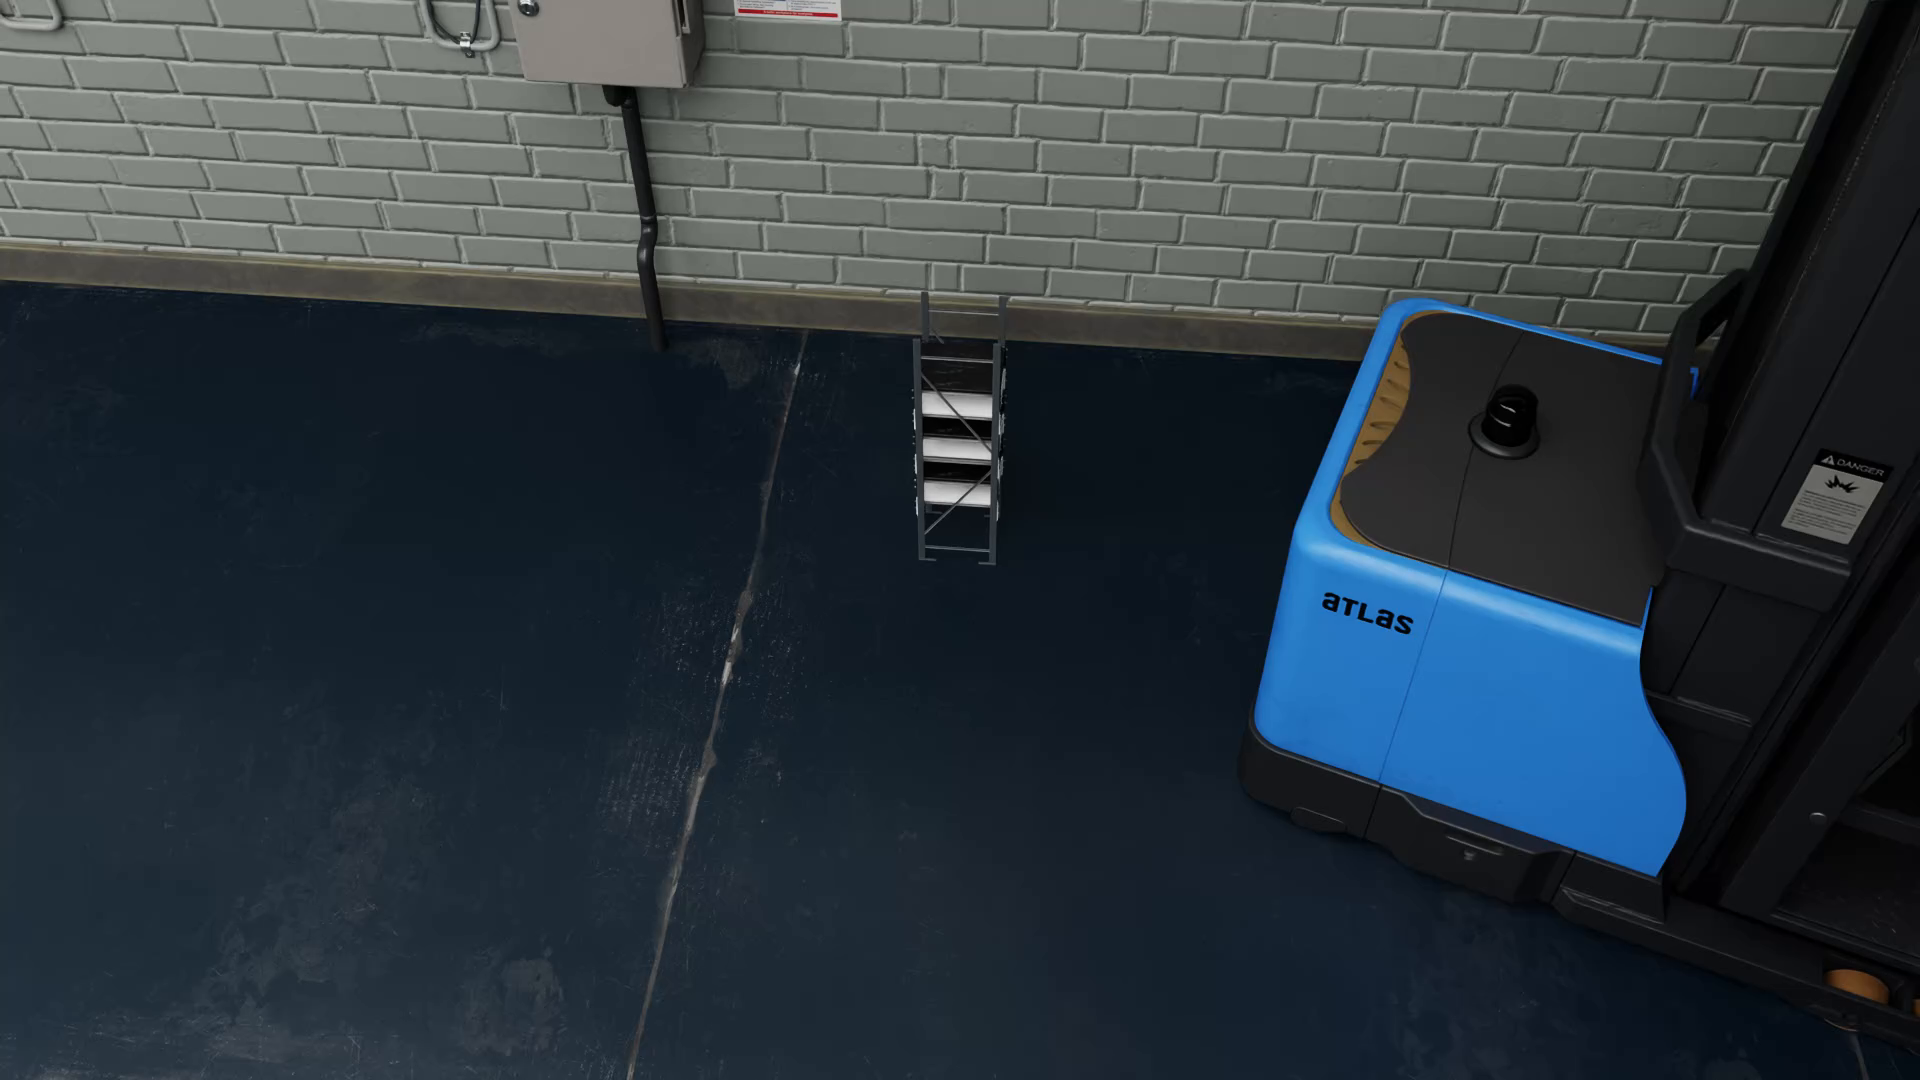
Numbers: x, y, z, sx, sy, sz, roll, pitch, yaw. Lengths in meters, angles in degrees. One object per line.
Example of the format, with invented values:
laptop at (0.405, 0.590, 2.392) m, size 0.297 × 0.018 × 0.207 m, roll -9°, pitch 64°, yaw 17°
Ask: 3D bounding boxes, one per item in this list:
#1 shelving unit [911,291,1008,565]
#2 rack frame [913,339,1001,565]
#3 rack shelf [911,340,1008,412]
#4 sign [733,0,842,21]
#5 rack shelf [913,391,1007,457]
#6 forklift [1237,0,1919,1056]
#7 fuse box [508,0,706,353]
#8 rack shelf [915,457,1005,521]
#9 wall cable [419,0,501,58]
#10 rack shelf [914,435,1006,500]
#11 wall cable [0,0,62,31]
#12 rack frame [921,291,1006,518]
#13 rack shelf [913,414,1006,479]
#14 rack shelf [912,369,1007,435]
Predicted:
shelving unit at (0.001, -0.310, 4.923) m, size 0.258 × 0.900 × 0.210 m, roll 4°, pitch 48°, yaw 4°
rack frame at (-0.009, -0.235, 4.855) m, size 0.240 × 0.900 × 0.006 m, roll 4°, pitch 48°, yaw 4°
rack shelf at (0.001, -0.469, 4.749) m, size 0.258 × 0.077 × 0.200 m, roll 4°, pitch 48°, yaw 4°
sign at (-0.524, -1.757, 4.888) m, size 0.329 × 0.494 × 0.001 m, roll 4°, pitch 48°, yaw 4°
rack shelf at (0.001, -0.348, 4.882) m, size 0.258 × 0.077 × 0.200 m, roll 4°, pitch 48°, yaw 4°
forklift at (2.325, -0.164, 3.413) m, size 3.031 × 2.935 × 1.130 m, roll 18°, pitch 50°, yaw 16°
fuse box at (-1.035, -1.235, 5.220) m, size 0.539 × 1.711 × 0.414 m, roll 4°, pitch 48°, yaw 4°
rack shelf at (0.001, -0.166, 5.081) m, size 0.258 × 0.077 × 0.200 m, roll 4°, pitch 48°, yaw 4°
wall cable at (-1.700, -2.174, 4.517) m, size 0.588 × 1.984 × 0.122 m, roll 4°, pitch 48°, yaw 4°
rack shelf at (0.001, -0.226, 5.014) m, size 0.258 × 0.077 × 0.200 m, roll 4°, pitch 48°, yaw 4°
wall cable at (-3.113, -2.272, 4.585) m, size 0.585 × 1.953 × 0.123 m, roll 4°, pitch 48°, yaw 4°
rack frame at (0.010, -0.384, 4.992) m, size 0.240 × 0.900 × 0.006 m, roll 4°, pitch 48°, yaw 4°
rack shelf at (0.001, -0.287, 4.948) m, size 0.258 × 0.077 × 0.200 m, roll 4°, pitch 48°, yaw 4°
rack shelf at (0.001, -0.409, 4.815) m, size 0.258 × 0.077 × 0.200 m, roll 4°, pitch 48°, yaw 4°
